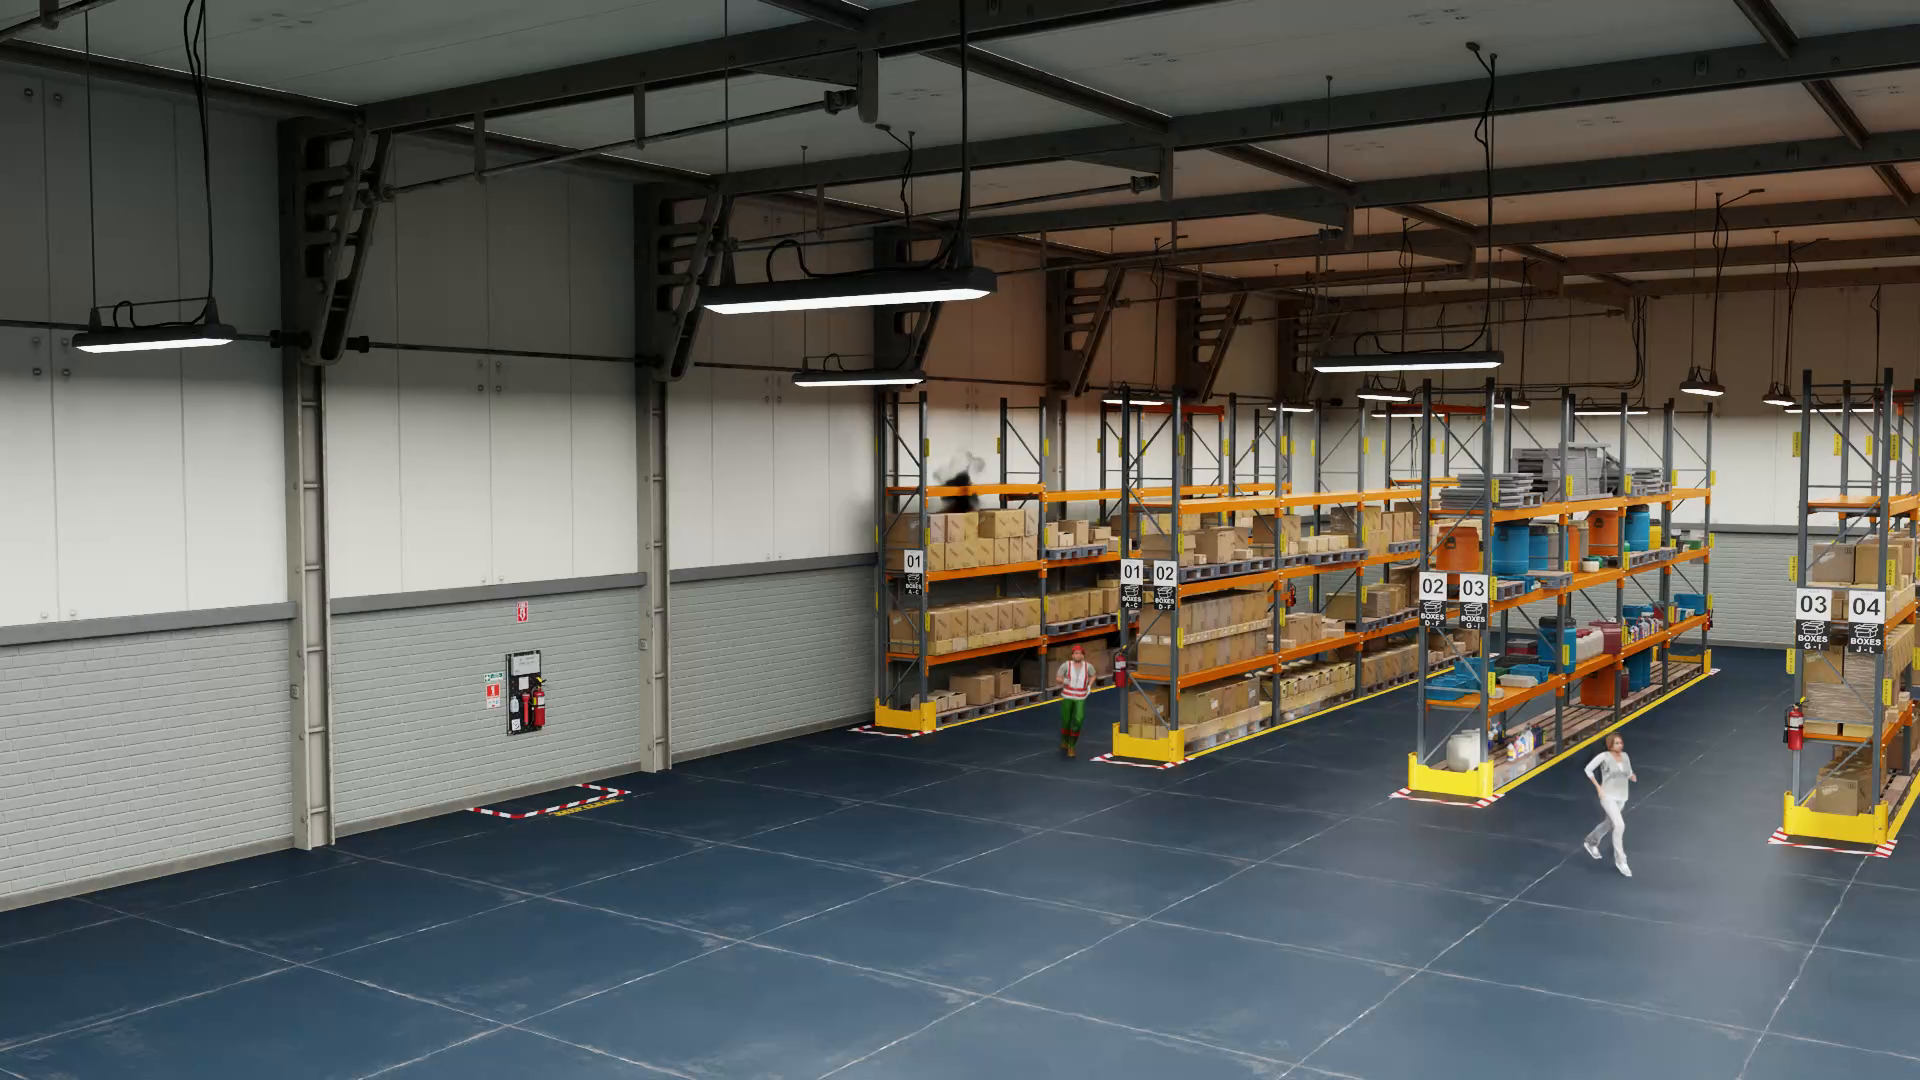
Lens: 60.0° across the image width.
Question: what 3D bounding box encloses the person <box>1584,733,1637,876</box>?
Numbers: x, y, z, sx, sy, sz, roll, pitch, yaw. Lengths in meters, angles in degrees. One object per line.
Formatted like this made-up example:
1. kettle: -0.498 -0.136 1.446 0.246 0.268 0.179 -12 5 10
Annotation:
1. person: 7.768 3.102 19.808 0.518 1.631 0.776 -1 3 -22

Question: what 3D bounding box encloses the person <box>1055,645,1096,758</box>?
1. person: 1.879 2.621 27.078 0.651 1.841 0.751 0 3 5
